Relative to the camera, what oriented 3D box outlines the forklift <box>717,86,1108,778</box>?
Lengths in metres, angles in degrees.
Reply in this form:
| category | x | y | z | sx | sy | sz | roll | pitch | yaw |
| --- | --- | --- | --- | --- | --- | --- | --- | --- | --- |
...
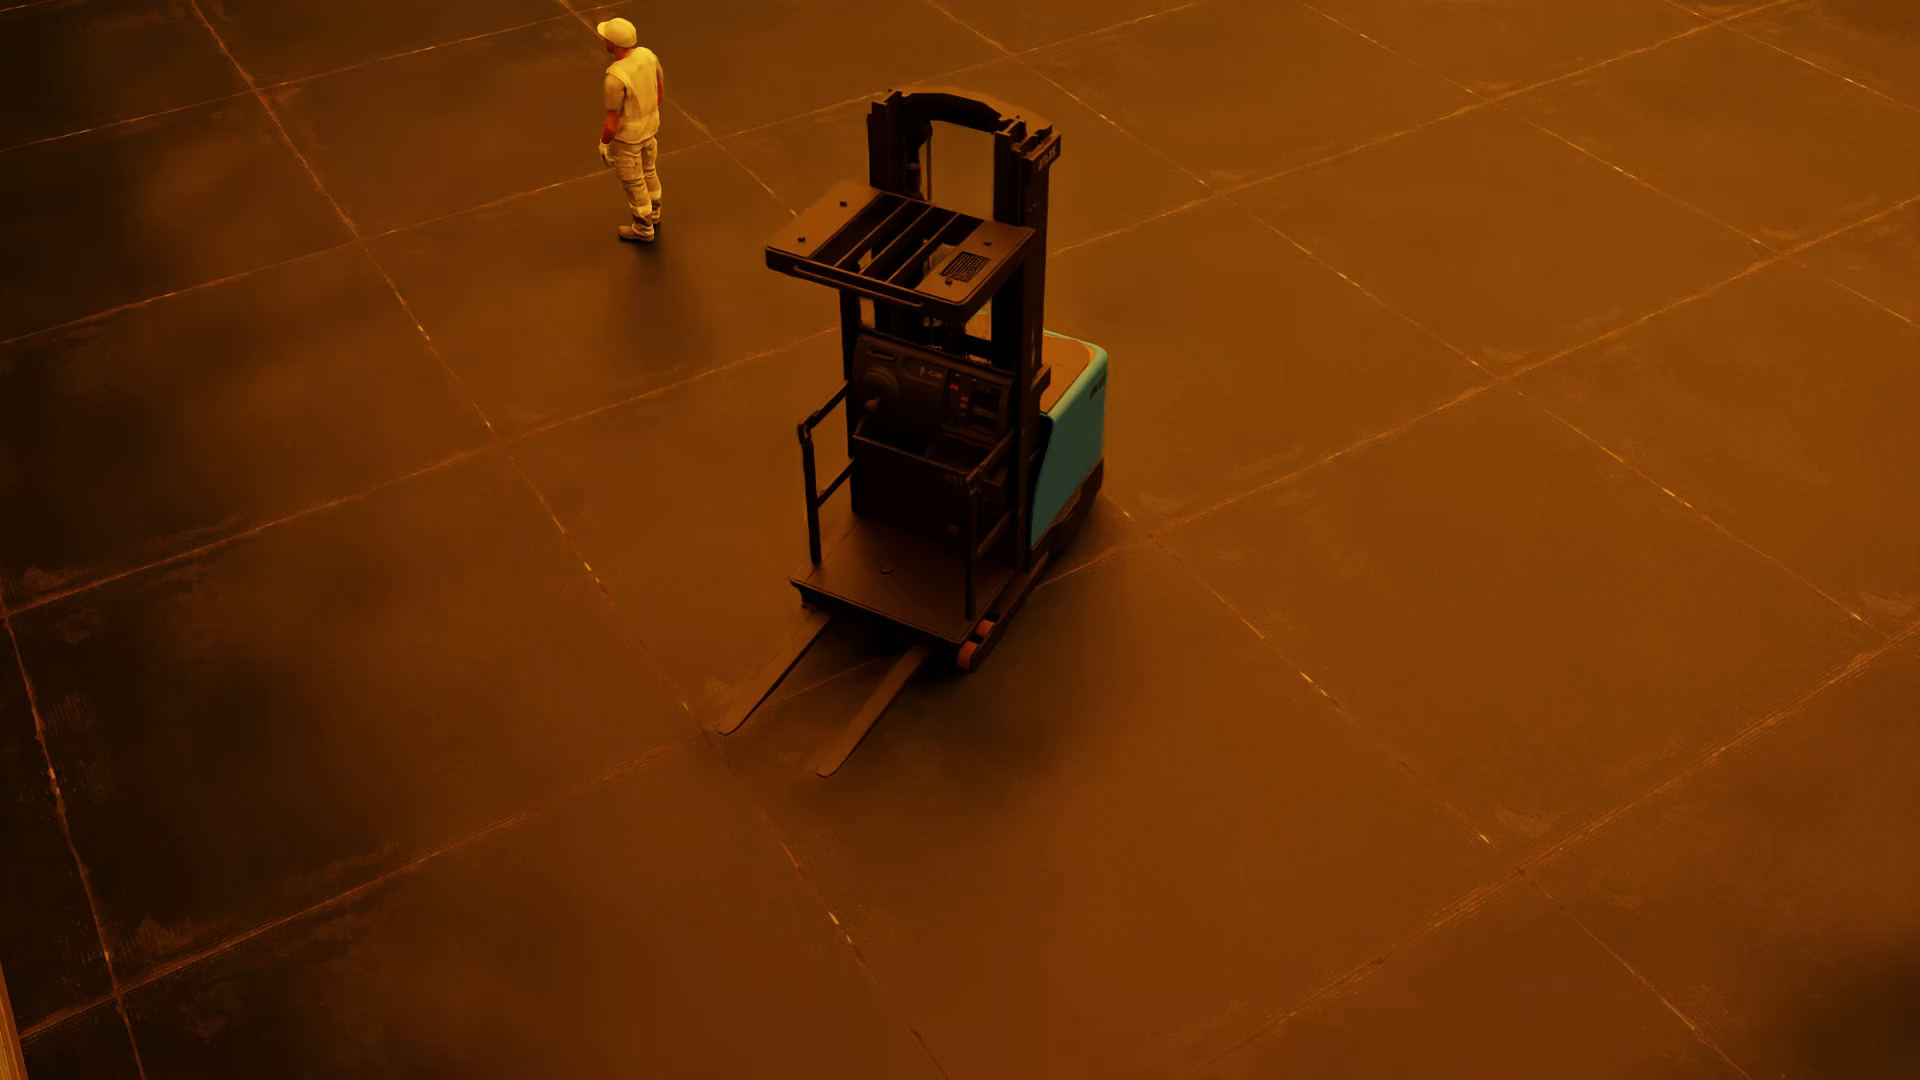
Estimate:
| category | x | y | z | sx | sy | sz | roll | pitch | yaw |
| --- | --- | --- | --- | --- | --- | --- | --- | --- | --- |
| forklift | -0.254 | -0.718 | 8.692 | 1.130 | 2.935 | 3.031 | 19 | 45 | 21 |

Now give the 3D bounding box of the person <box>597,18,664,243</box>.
| category | x | y | z | sx | sy | sz | roll | pitch | yaw |
| --- | --- | --- | --- | --- | --- | --- | --- | --- | --- |
| person | -2.451 | -3.007 | 12.168 | 0.564 | 1.788 | 0.637 | 21 | 45 | 22 |
